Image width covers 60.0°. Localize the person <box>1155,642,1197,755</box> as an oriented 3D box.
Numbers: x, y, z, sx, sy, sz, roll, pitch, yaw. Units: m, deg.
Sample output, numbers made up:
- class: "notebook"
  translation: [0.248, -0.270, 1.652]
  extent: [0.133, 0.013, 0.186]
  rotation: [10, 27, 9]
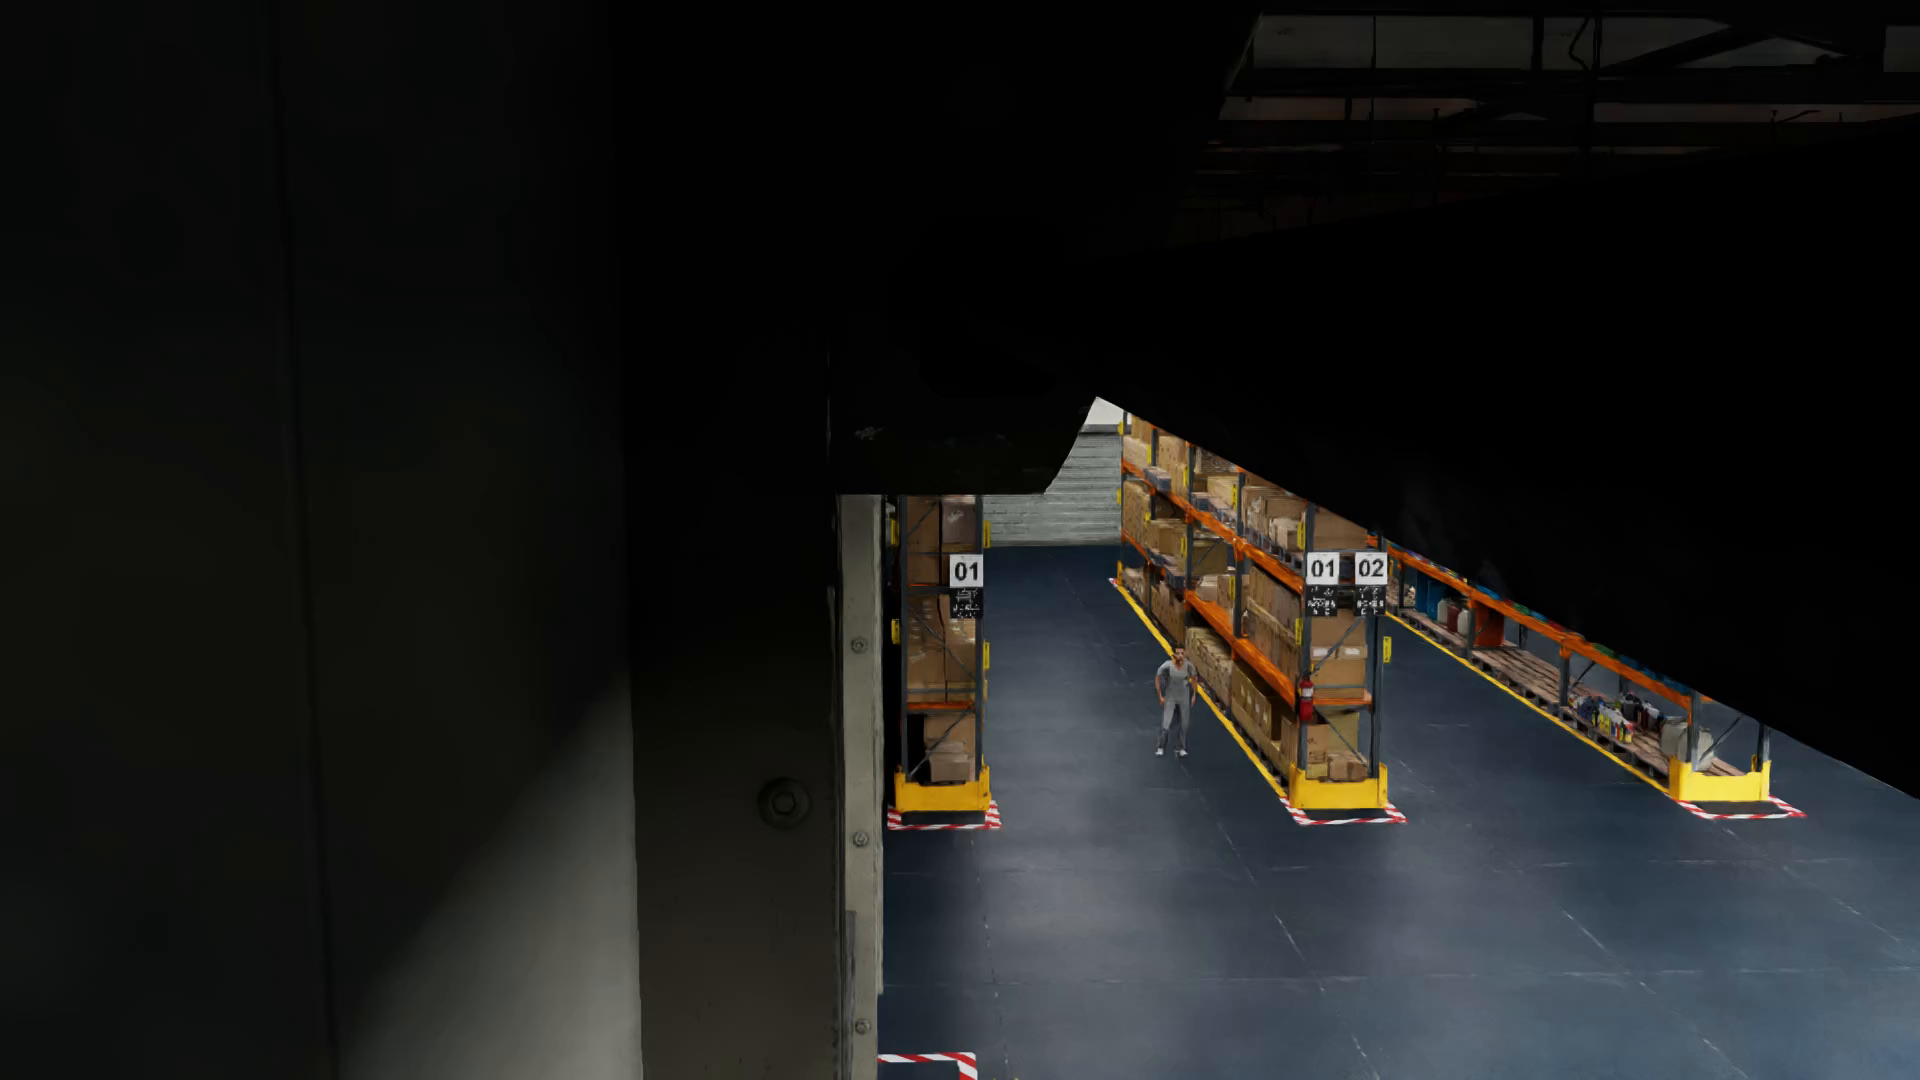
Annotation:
- class: "person"
  translation: [2.966, 2.183, 22.854]
  extent: [0.580, 1.618, 0.506]
  rotation: [-1, 8, -5]
